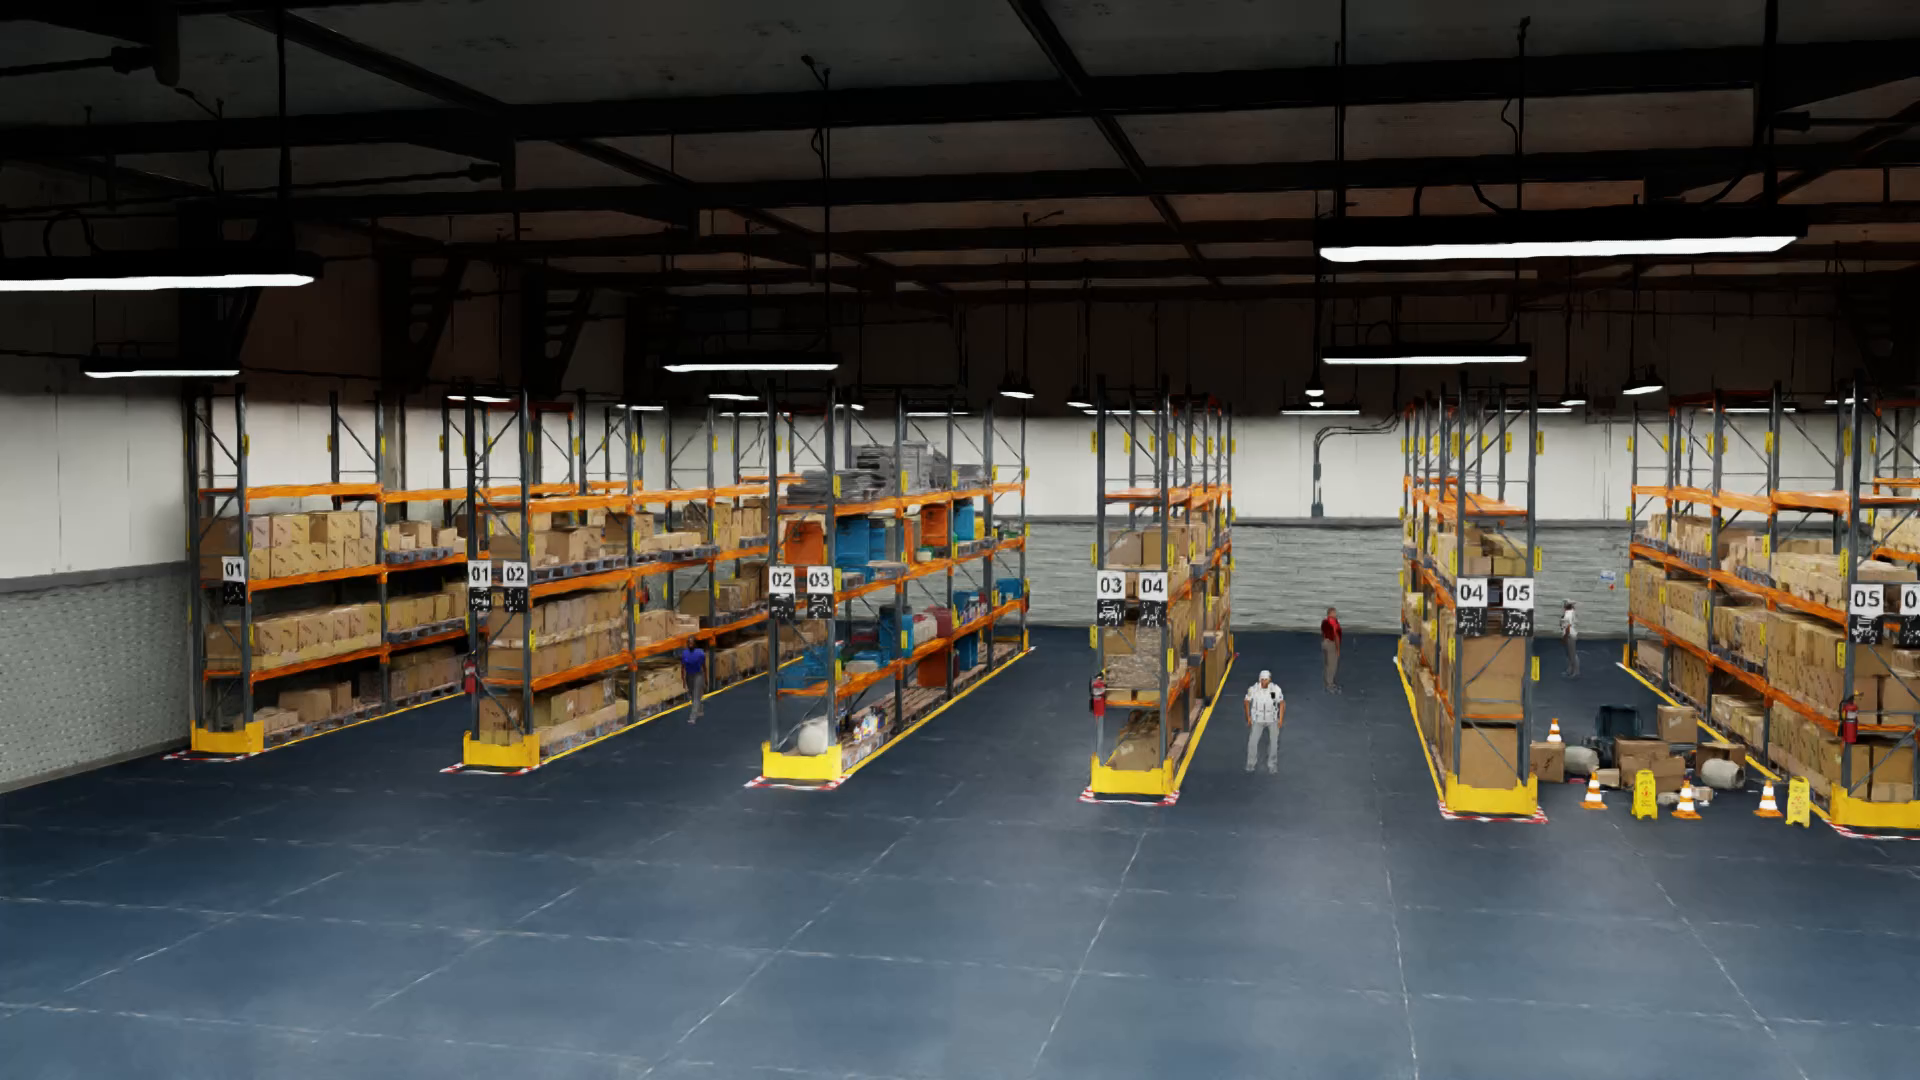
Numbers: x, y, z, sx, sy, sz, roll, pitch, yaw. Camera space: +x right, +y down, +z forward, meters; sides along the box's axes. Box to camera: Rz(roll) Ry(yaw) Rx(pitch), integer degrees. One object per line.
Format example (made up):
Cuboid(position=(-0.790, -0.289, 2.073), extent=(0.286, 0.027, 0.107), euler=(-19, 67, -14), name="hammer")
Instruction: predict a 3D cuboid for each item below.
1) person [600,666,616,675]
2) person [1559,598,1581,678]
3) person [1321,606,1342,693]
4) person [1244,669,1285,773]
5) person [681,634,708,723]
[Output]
Cuboid(position=(-7.268, 2.191, 34.095), extent=(0.677, 1.742, 0.552), euler=(1, 3, 12), name="person")
Cuboid(position=(13.189, 2.119, 35.902), extent=(0.452, 1.706, 0.474), euler=(1, 4, 24), name="person")
Cuboid(position=(7.565, 2.199, 33.698), extent=(0.461, 1.732, 0.589), euler=(-1, 3, -15), name="person")
Cuboid(position=(4.627, 2.755, 25.346), extent=(0.608, 1.611, 0.582), euler=(1, 3, 11), name="person")
Cuboid(position=(-4.820, 2.481, 30.026), extent=(0.447, 1.574, 1.088), euler=(1, 3, 14), name="person")
